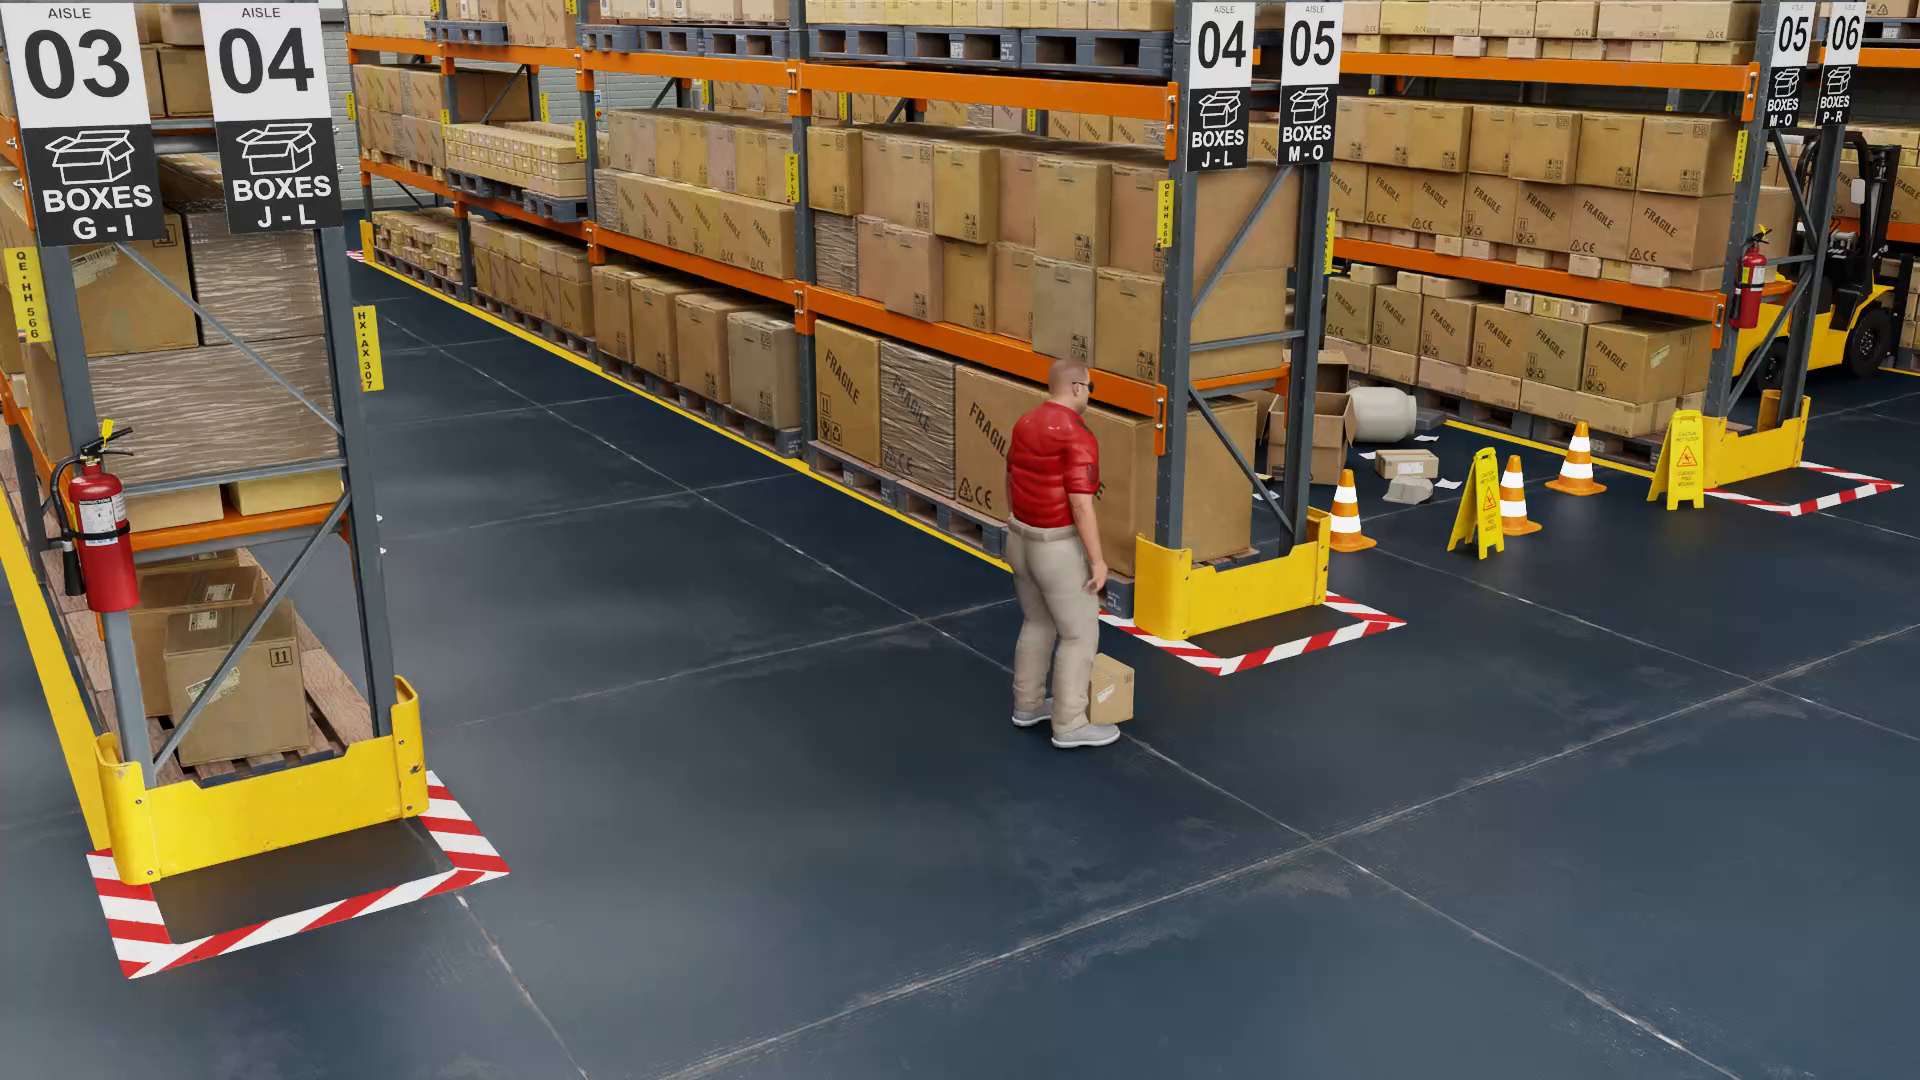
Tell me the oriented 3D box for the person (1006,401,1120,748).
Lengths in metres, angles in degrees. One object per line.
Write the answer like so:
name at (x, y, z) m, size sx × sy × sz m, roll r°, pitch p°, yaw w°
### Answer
person at (0.432, 0.132, 7.450) m, size 0.388 × 1.553 × 0.577 m, roll -12°, pitch 21°, yaw -32°
